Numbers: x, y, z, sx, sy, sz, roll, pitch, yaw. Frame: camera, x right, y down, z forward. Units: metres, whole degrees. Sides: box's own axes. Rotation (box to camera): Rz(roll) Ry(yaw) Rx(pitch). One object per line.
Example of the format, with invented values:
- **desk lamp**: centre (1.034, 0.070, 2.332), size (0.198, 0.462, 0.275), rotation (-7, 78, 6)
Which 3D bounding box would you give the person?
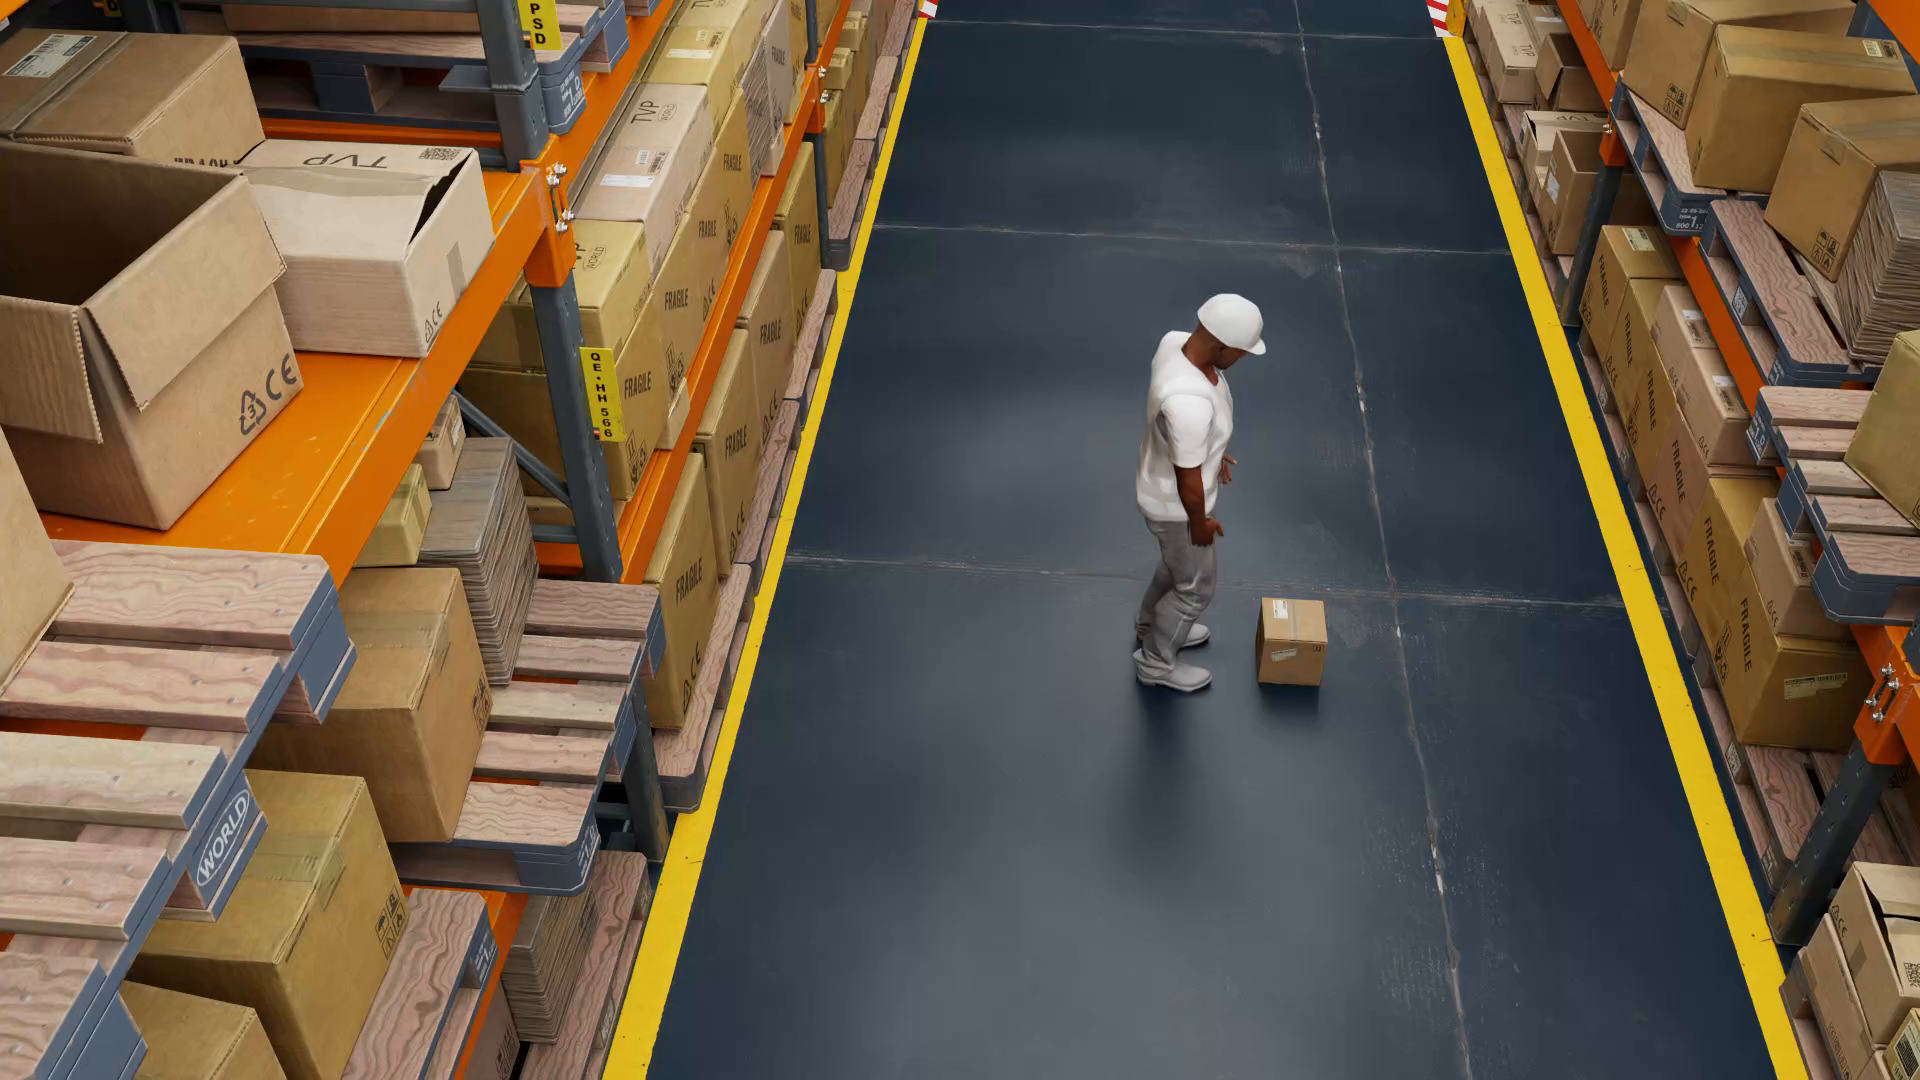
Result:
- **person**: centre (0.886, -0.194, 6.398), size (0.422, 1.732, 0.581), rotation (4, 40, 5)
